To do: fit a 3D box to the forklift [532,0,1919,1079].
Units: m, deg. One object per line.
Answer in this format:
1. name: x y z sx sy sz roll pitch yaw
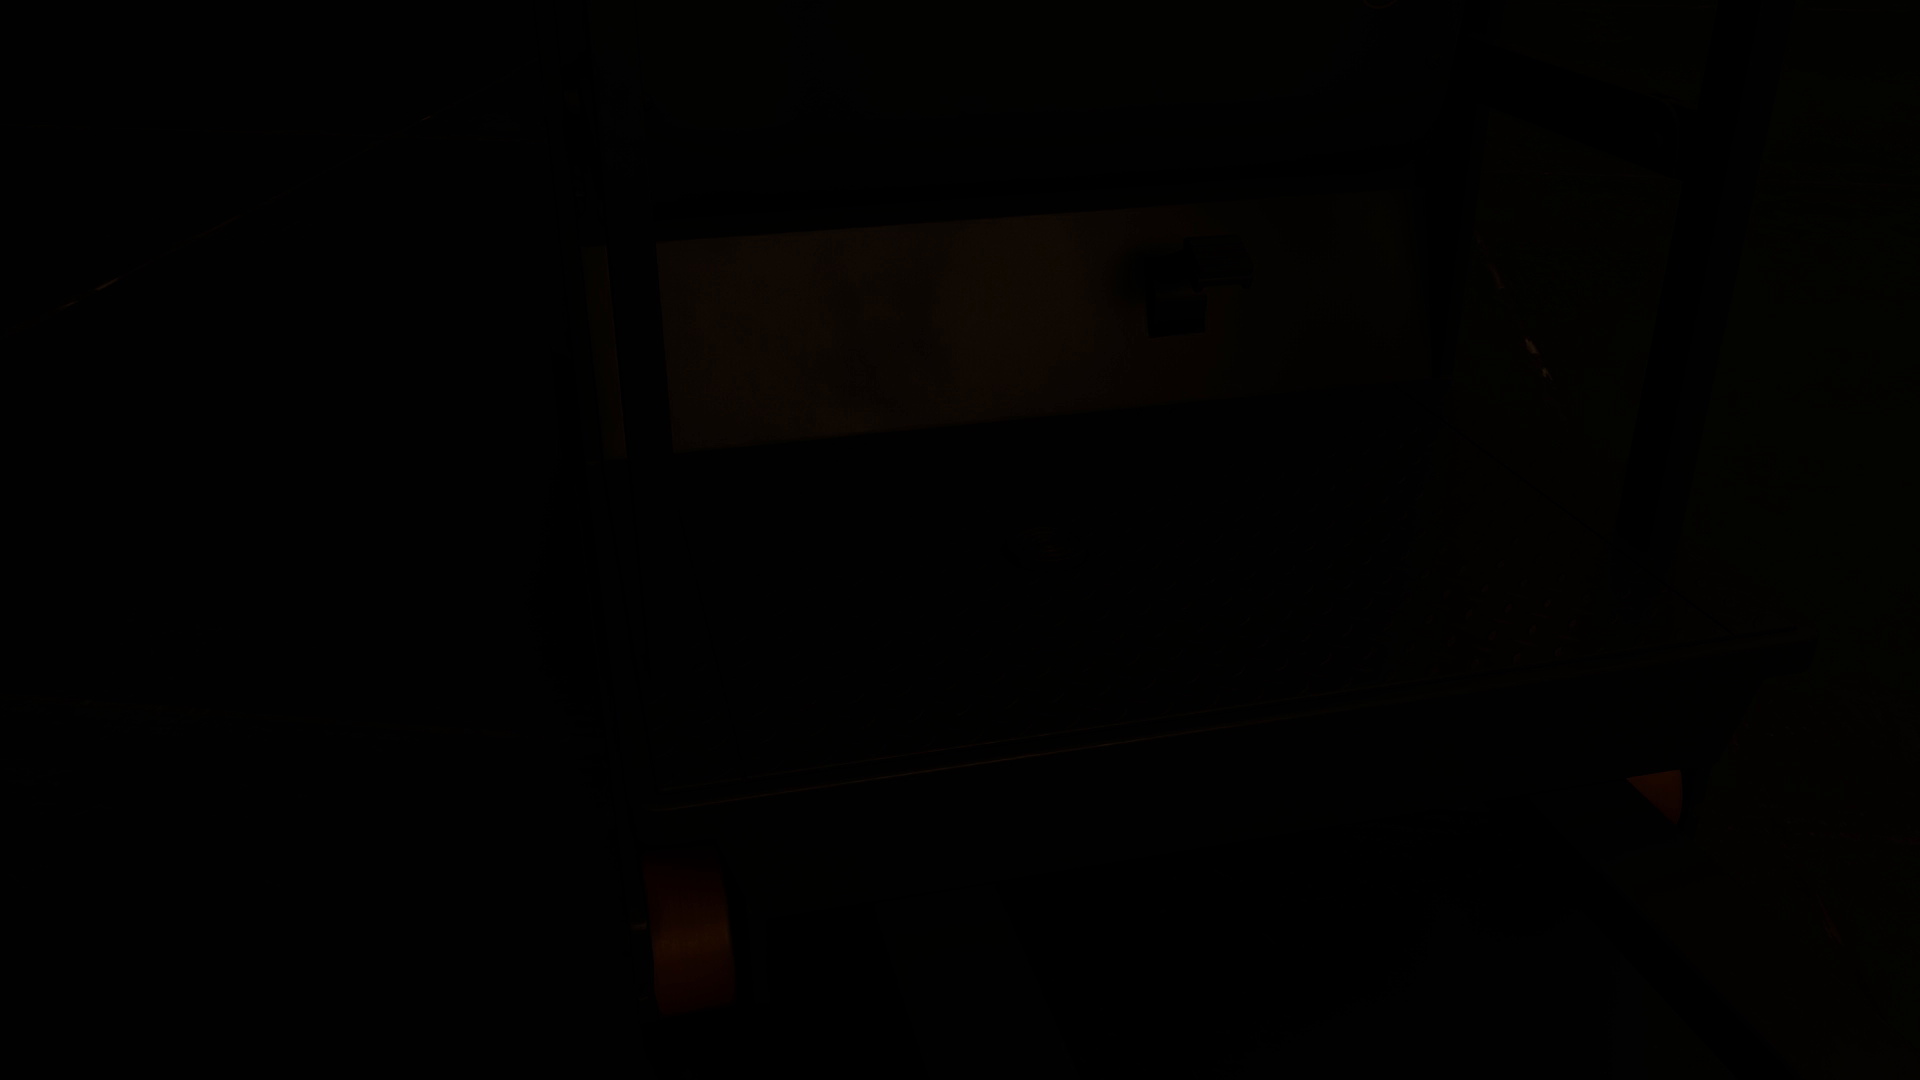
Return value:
1. forklift: 0.153 -1.049 1.319 1.130 2.935 3.031 -7 27 -13
